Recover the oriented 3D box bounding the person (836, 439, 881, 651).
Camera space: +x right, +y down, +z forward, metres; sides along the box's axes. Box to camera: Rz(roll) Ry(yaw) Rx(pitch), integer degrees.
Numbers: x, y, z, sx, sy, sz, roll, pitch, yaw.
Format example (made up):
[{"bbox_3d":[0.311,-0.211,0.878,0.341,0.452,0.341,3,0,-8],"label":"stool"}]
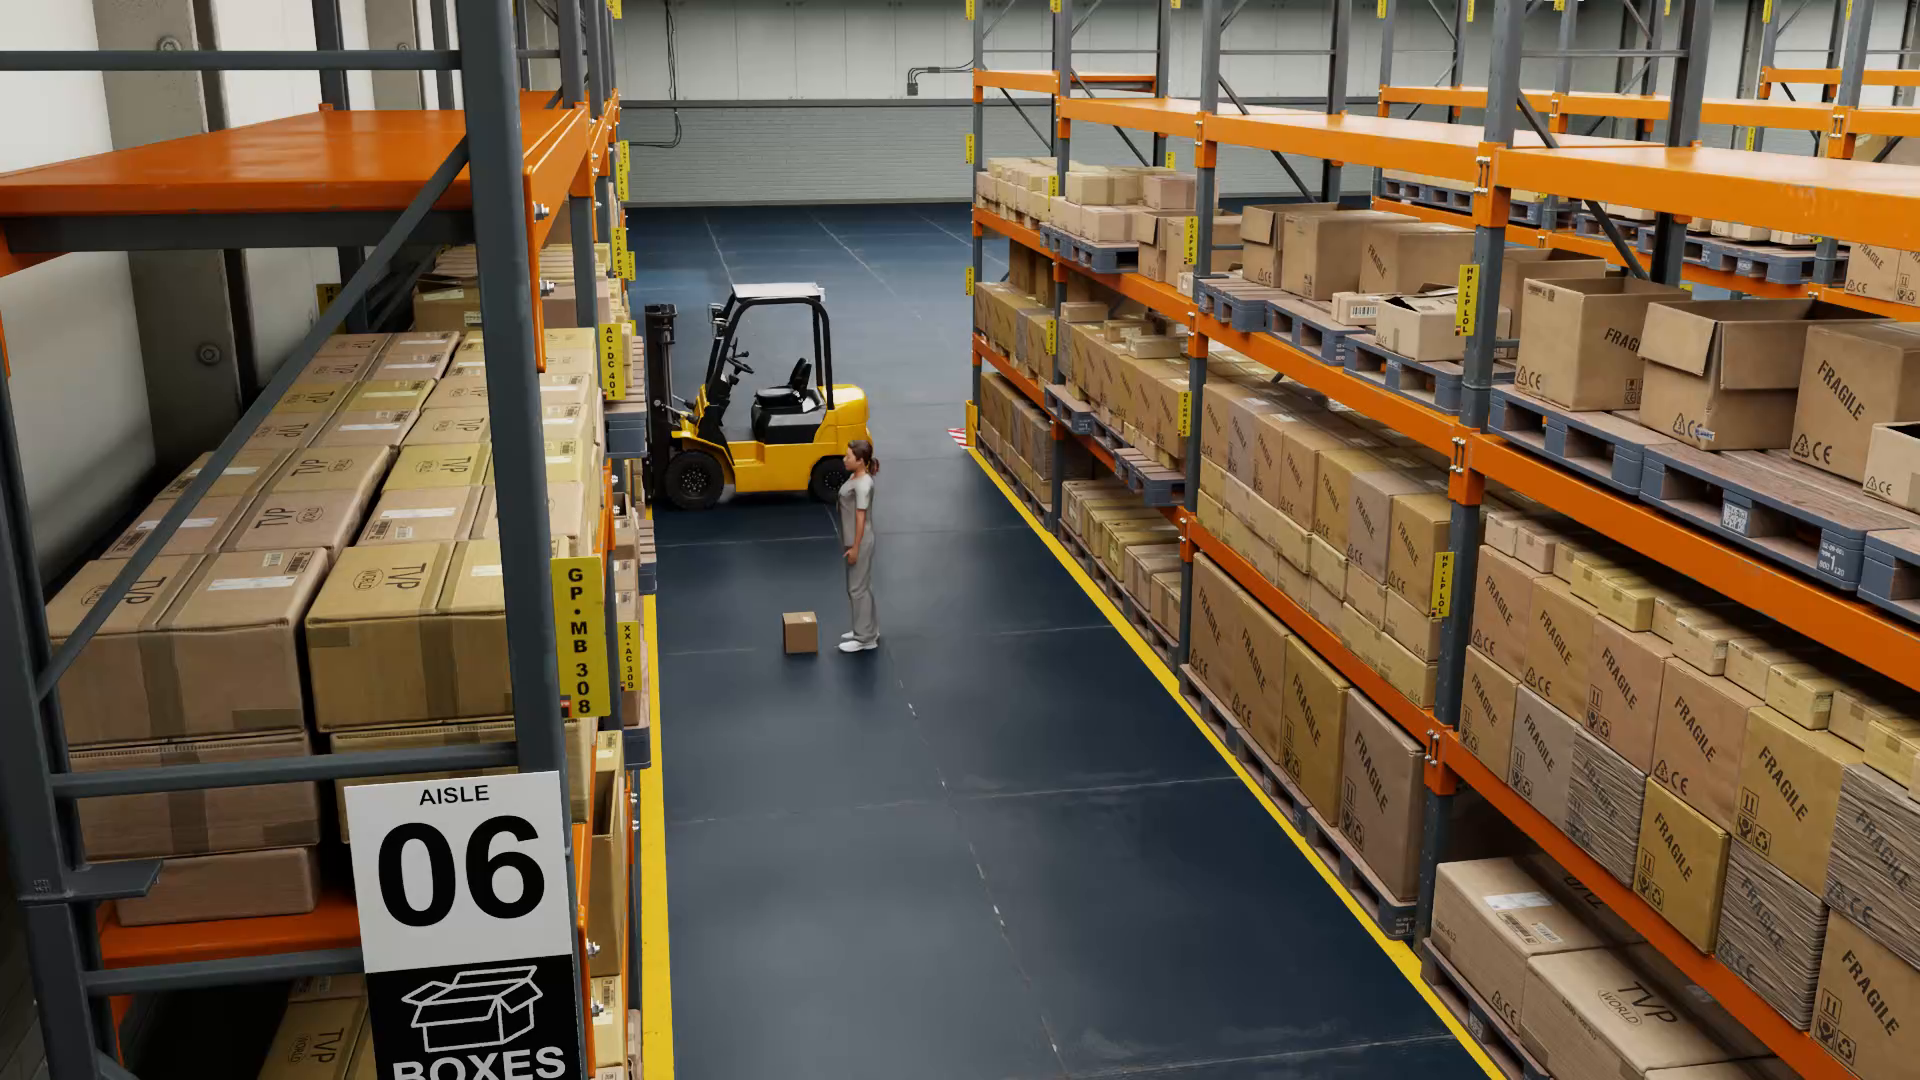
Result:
[{"bbox_3d":[-0.788,0.042,12.948,0.362,1.690,0.443,-3,17,-9],"label":"person"}]
